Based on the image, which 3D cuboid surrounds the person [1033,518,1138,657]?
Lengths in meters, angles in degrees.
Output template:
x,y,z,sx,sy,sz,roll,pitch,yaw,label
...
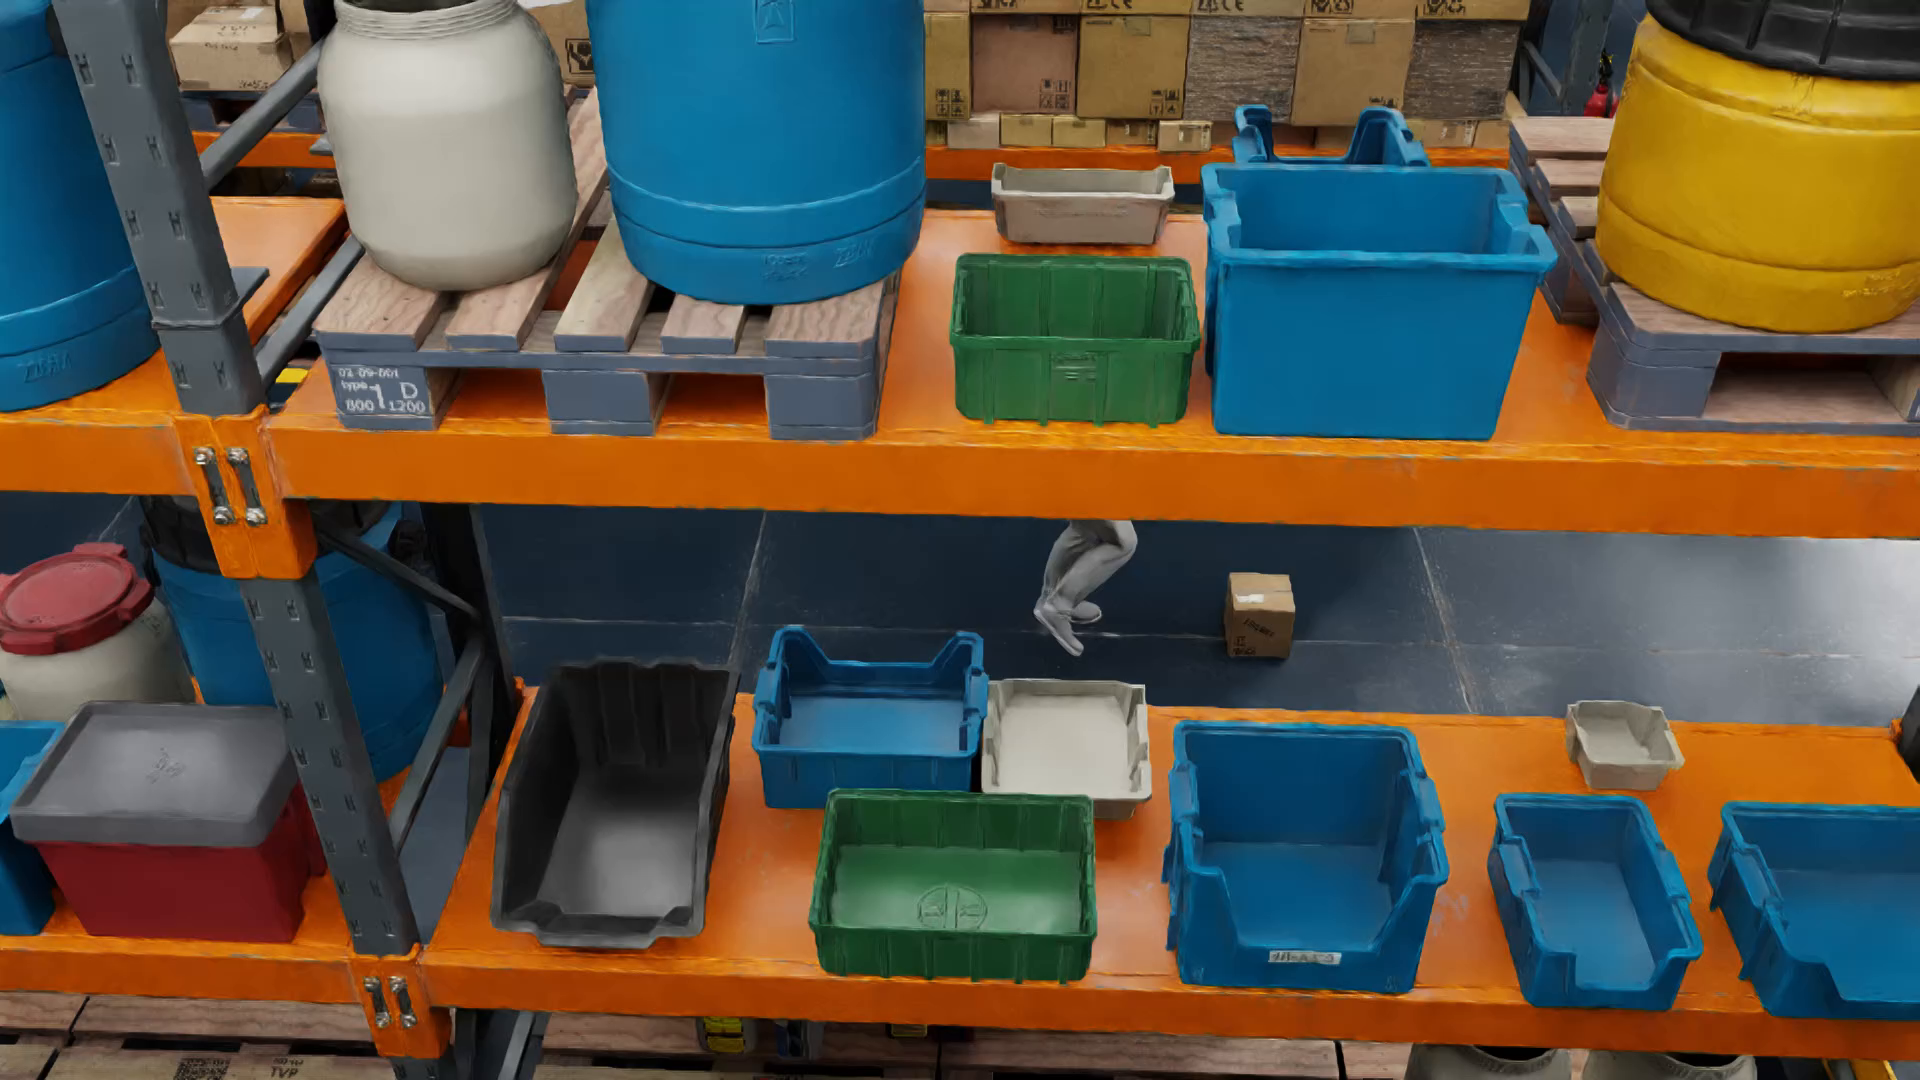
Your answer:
x,y,z,sx,sy,sz,roll,pitch,yaw,label
0.463,-0.320,6.597,0.467,1.667,0.660,-5,36,-7,person
